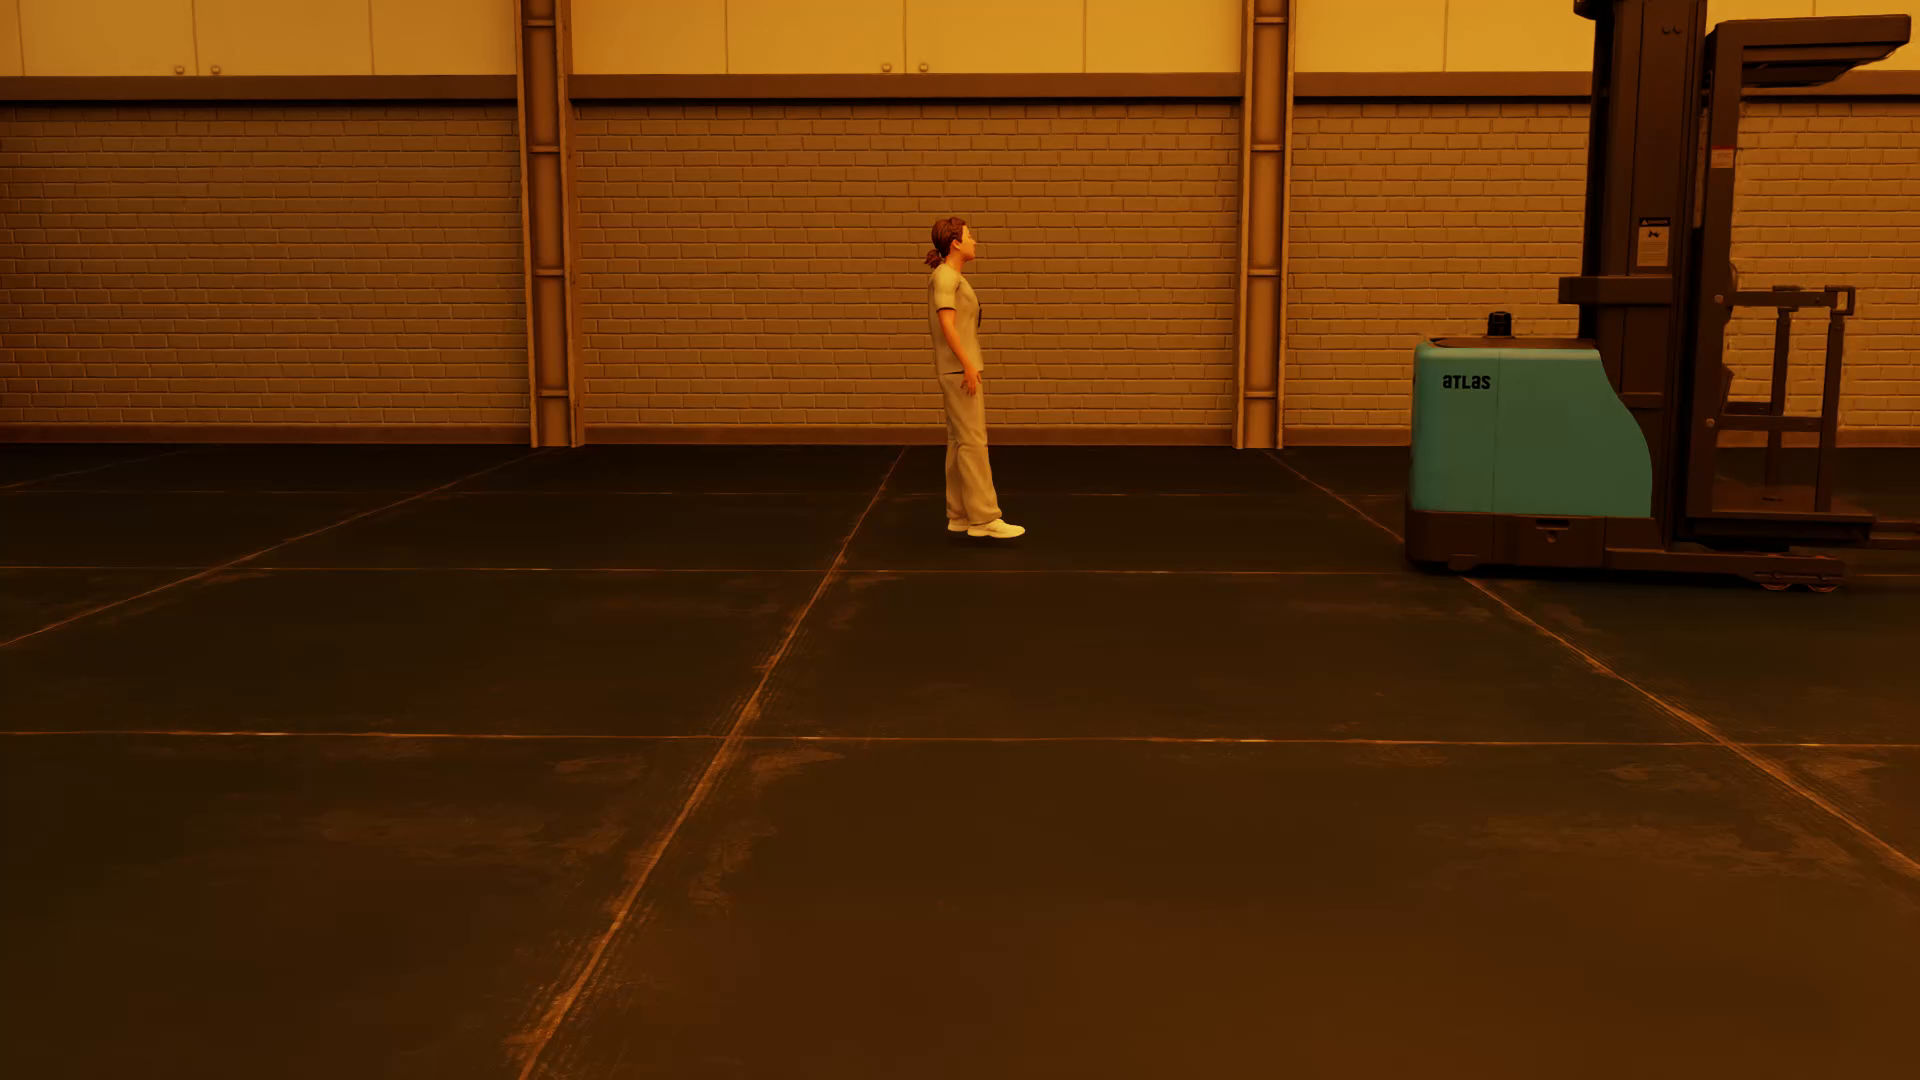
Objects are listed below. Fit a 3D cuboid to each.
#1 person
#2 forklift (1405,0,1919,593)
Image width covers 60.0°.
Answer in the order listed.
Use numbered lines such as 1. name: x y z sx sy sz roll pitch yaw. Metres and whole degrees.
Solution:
1. person: 0.074 -0.873 8.853 0.547 1.673 0.549 0 9 1
2. forklift: 3.719 -1.301 7.811 3.031 2.935 1.130 2 9 14
